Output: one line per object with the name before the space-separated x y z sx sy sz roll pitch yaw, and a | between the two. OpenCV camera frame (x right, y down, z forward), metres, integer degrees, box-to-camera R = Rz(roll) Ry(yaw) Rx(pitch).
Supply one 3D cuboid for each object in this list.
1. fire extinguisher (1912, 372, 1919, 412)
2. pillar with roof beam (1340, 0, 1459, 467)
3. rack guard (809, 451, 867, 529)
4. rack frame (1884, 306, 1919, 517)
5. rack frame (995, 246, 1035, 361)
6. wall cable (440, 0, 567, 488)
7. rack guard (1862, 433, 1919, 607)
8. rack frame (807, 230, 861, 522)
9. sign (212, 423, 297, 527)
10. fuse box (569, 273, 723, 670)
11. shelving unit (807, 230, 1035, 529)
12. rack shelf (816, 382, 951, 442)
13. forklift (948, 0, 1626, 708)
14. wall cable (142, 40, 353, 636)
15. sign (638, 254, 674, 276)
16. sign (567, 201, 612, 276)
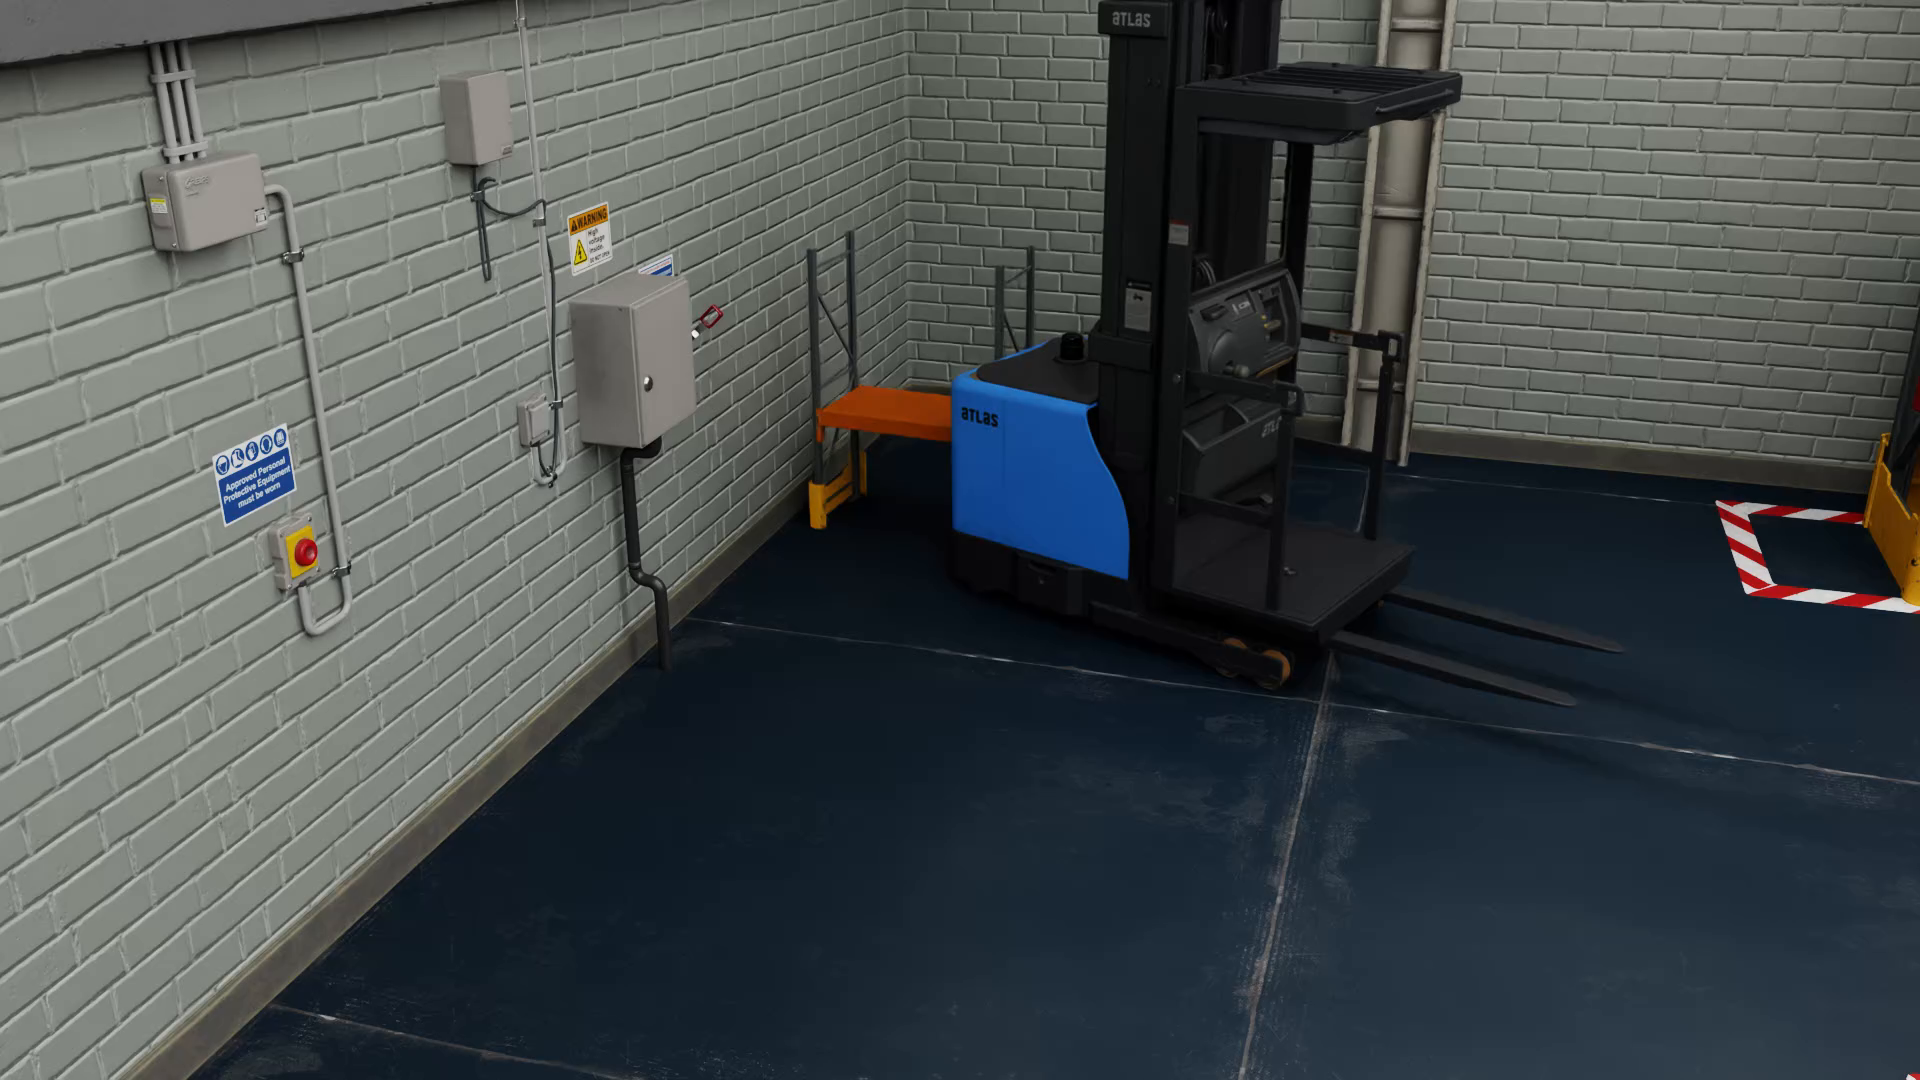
fire extinguisher | 4.542 -0.916 7.644 0.183 0.674 0.296 7 23 16
pillar with roof beam | 1.252 -3.111 4.496 0.400 9.000 9.100 7 23 16
rack guard | -0.666 -0.282 9.128 0.087 0.250 0.587 9 24 20
rack frame | 4.817 -1.276 7.928 0.127 3.000 1.000 7 23 16
rack frame | 0.277 -0.717 8.542 0.032 1.500 0.500 9 24 20
wall cable | -1.620 -1.068 6.084 0.122 1.984 0.588 7 23 16
rack guard | 4.889 -0.111 8.382 0.348 0.500 1.175 7 23 16
rack frame | -0.667 -0.860 8.891 0.032 1.500 0.500 9 24 20
sign | -2.091 -0.196 4.939 0.001 0.218 0.327 7 23 16
fuse box | -1.272 -0.233 7.083 0.414 1.711 0.539 7 23 16
shelving unit | -0.203 -0.790 8.719 1.083 1.500 0.587 9 24 20
rack shelf | -0.195 -0.622 8.785 1.000 0.185 0.538 9 24 20
forklift | 1.423 -0.939 7.197 3.031 2.935 1.130 16 27 34
wall cable | -2.019 -0.566 4.818 0.123 1.953 0.585 7 23 16
sign | -1.328 -0.987 7.350 0.001 0.494 0.329 7 23 16
sign | -1.487 -1.214 6.688 0.001 0.242 0.339 7 23 16
